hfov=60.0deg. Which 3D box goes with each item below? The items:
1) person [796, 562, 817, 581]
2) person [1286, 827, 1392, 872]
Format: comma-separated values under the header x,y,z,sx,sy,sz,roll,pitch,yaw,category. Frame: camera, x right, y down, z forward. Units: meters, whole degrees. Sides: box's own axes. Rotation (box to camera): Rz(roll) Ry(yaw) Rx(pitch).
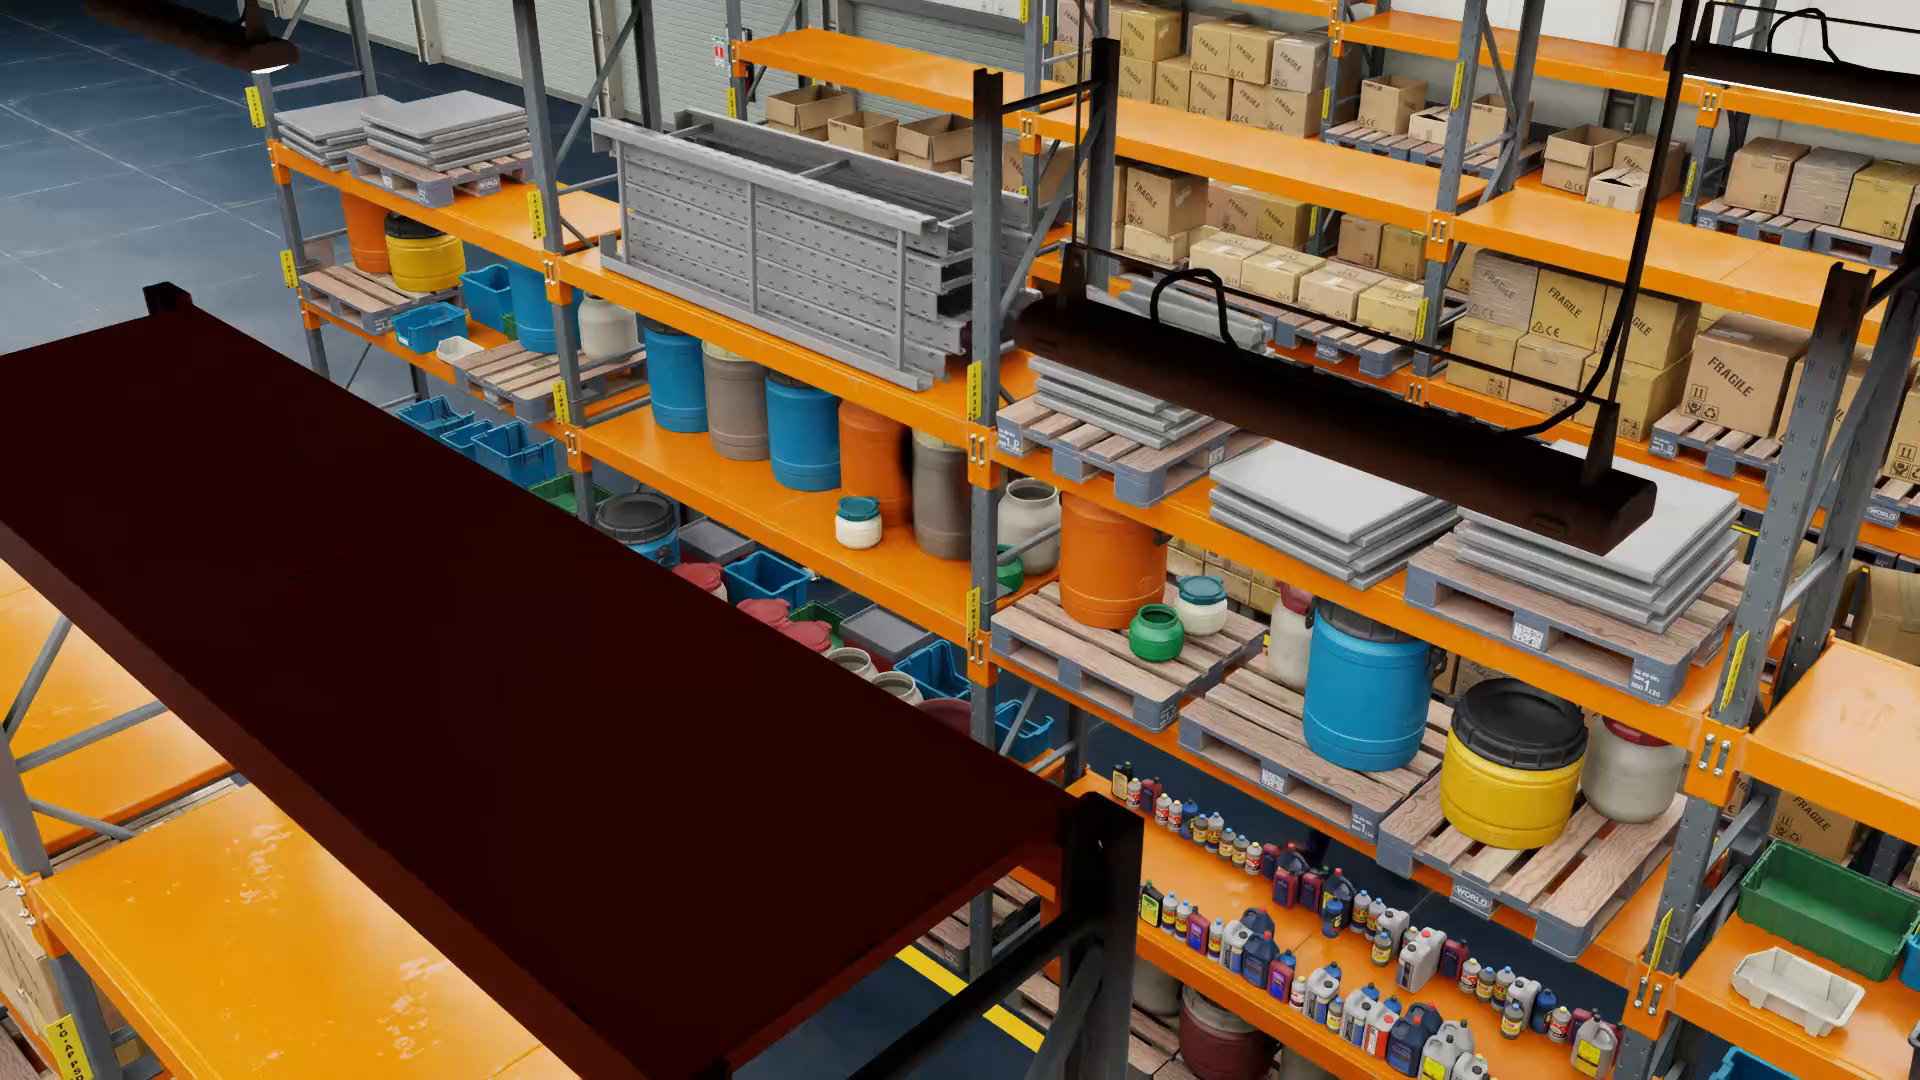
x,y,z,sx,sy,sz,roll,pitch,yaw,category
-1.591,-0.466,15.457,0.436,1.556,0.876,-6,30,-11,person
2.826,1.663,11.635,0.940,1.591,0.474,21,35,32,person
